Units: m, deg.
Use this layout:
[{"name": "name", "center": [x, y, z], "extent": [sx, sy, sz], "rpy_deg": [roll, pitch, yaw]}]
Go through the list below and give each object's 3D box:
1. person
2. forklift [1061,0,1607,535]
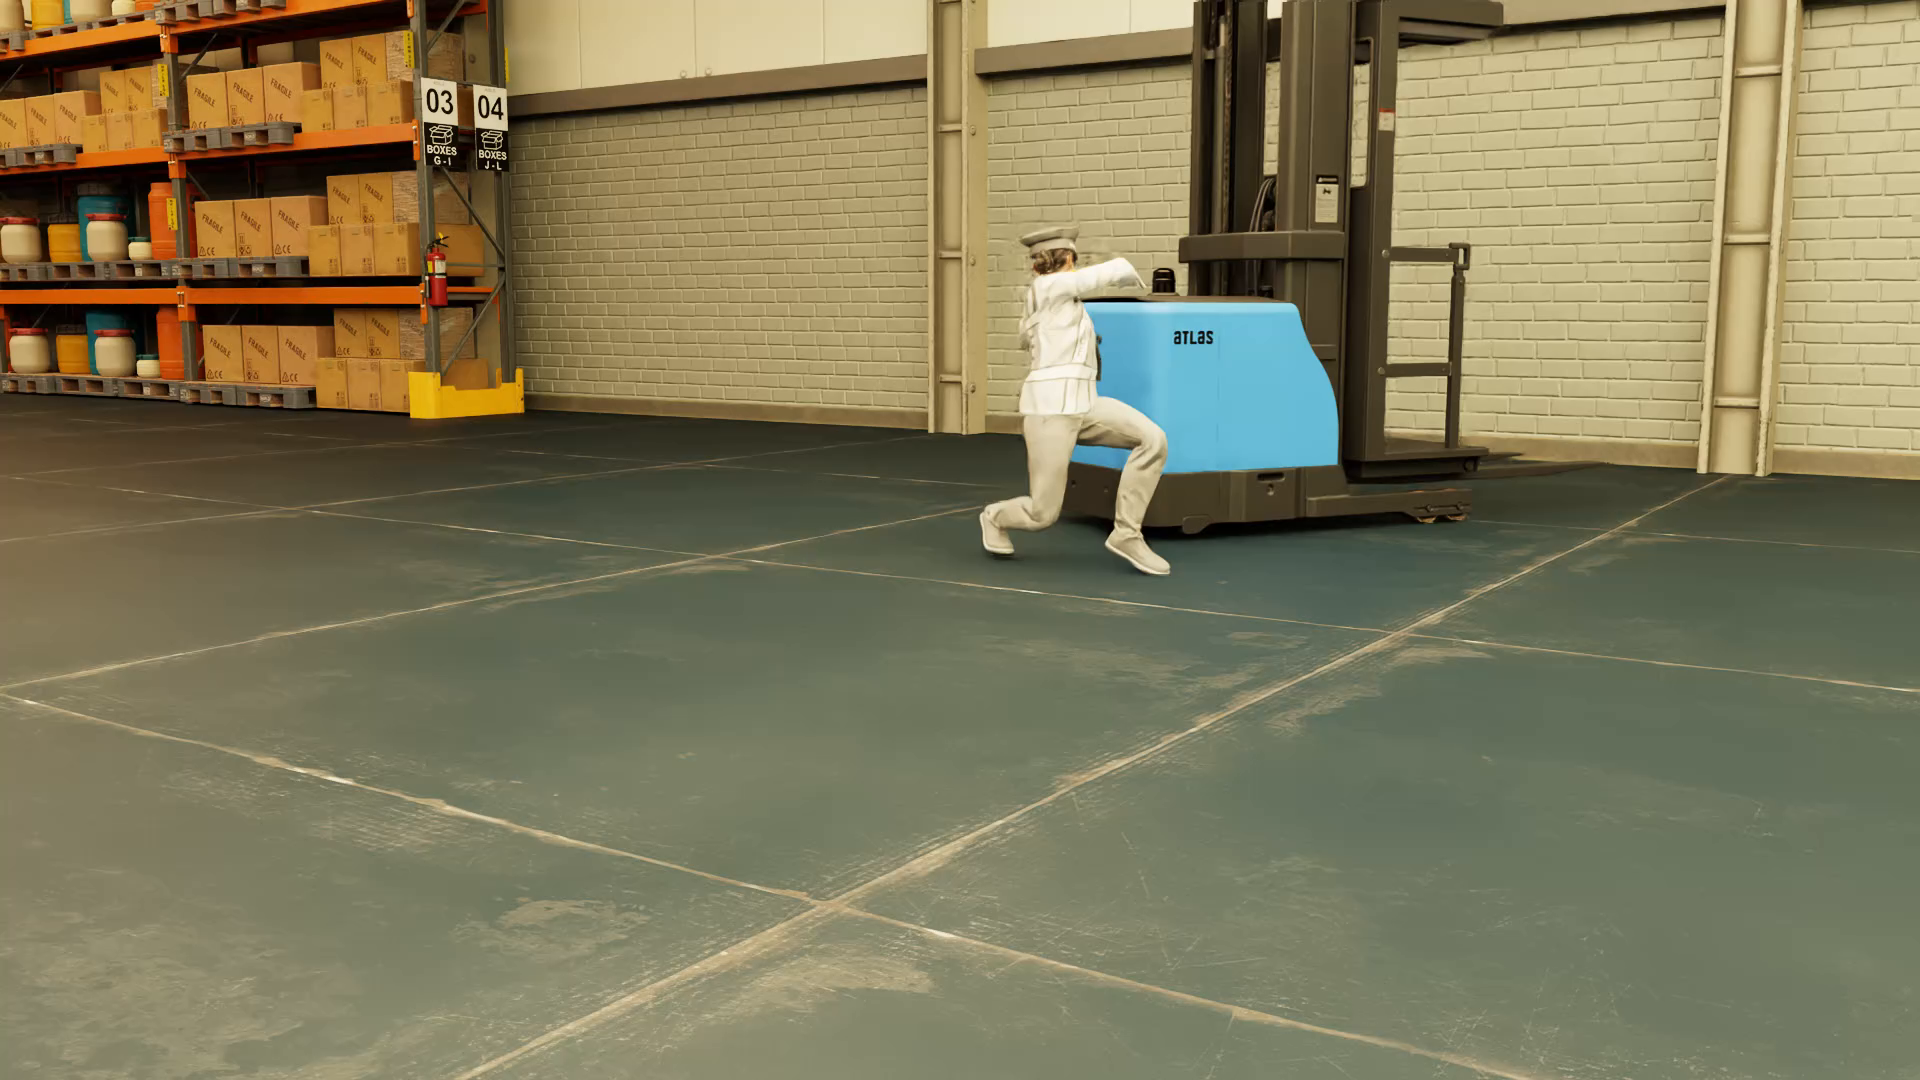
[{"name": "person", "center": [0.537, -0.599, 6.932], "extent": [0.950, 1.384, 0.823], "rpy_deg": [5, 9, 31]}, {"name": "forklift", "center": [1.976, -1.593, 8.395], "extent": [3.031, 2.935, 1.130], "rpy_deg": [-4, 9, -26]}]
